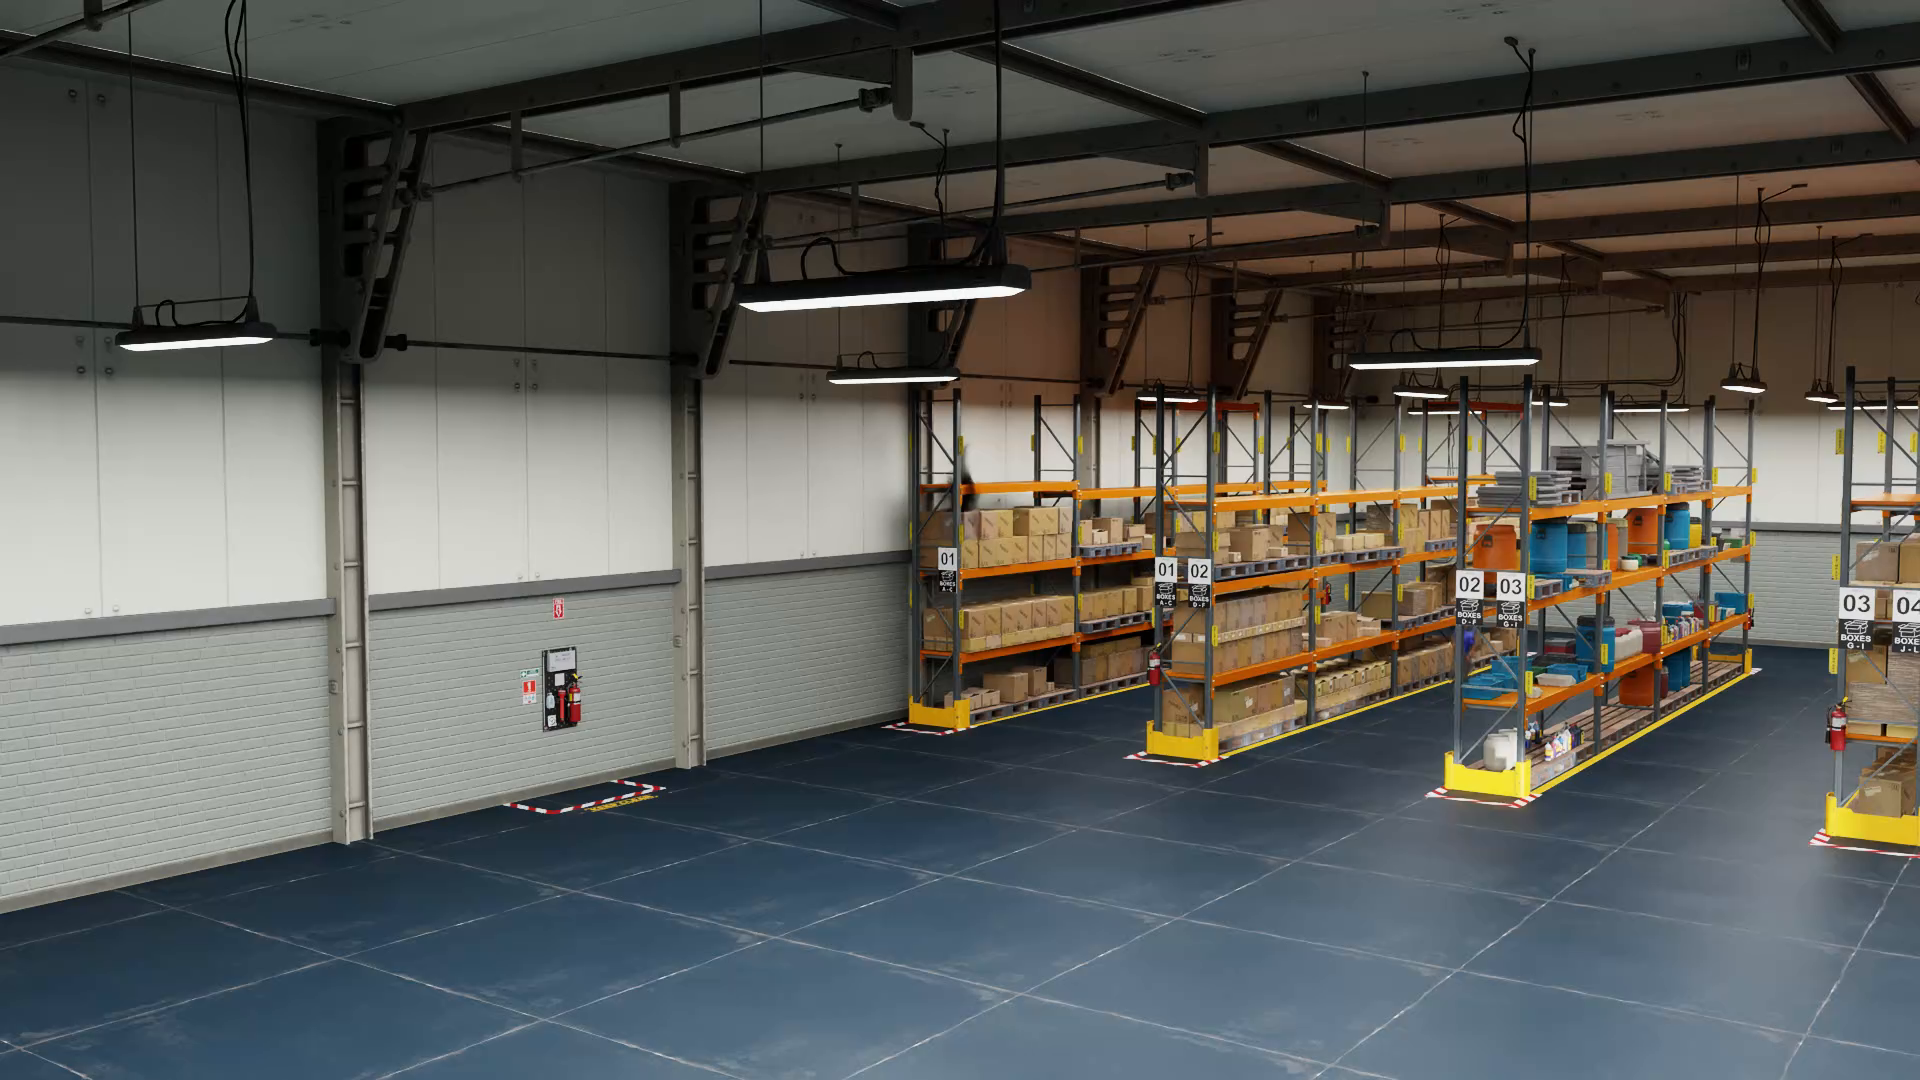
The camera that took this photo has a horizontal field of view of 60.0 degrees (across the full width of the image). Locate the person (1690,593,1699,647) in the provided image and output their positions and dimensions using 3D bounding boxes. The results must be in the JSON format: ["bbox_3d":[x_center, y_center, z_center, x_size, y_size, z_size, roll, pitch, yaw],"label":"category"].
[{"bbox_3d":[17.219,1.951,38.972,0.694,1.527,0.572,-1,3,-17],"label":"person"}]

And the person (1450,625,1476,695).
[{"bbox_3d":[9.842,2.338,32.617,0.581,1.610,0.763,2,4,33],"label":"person"}]
